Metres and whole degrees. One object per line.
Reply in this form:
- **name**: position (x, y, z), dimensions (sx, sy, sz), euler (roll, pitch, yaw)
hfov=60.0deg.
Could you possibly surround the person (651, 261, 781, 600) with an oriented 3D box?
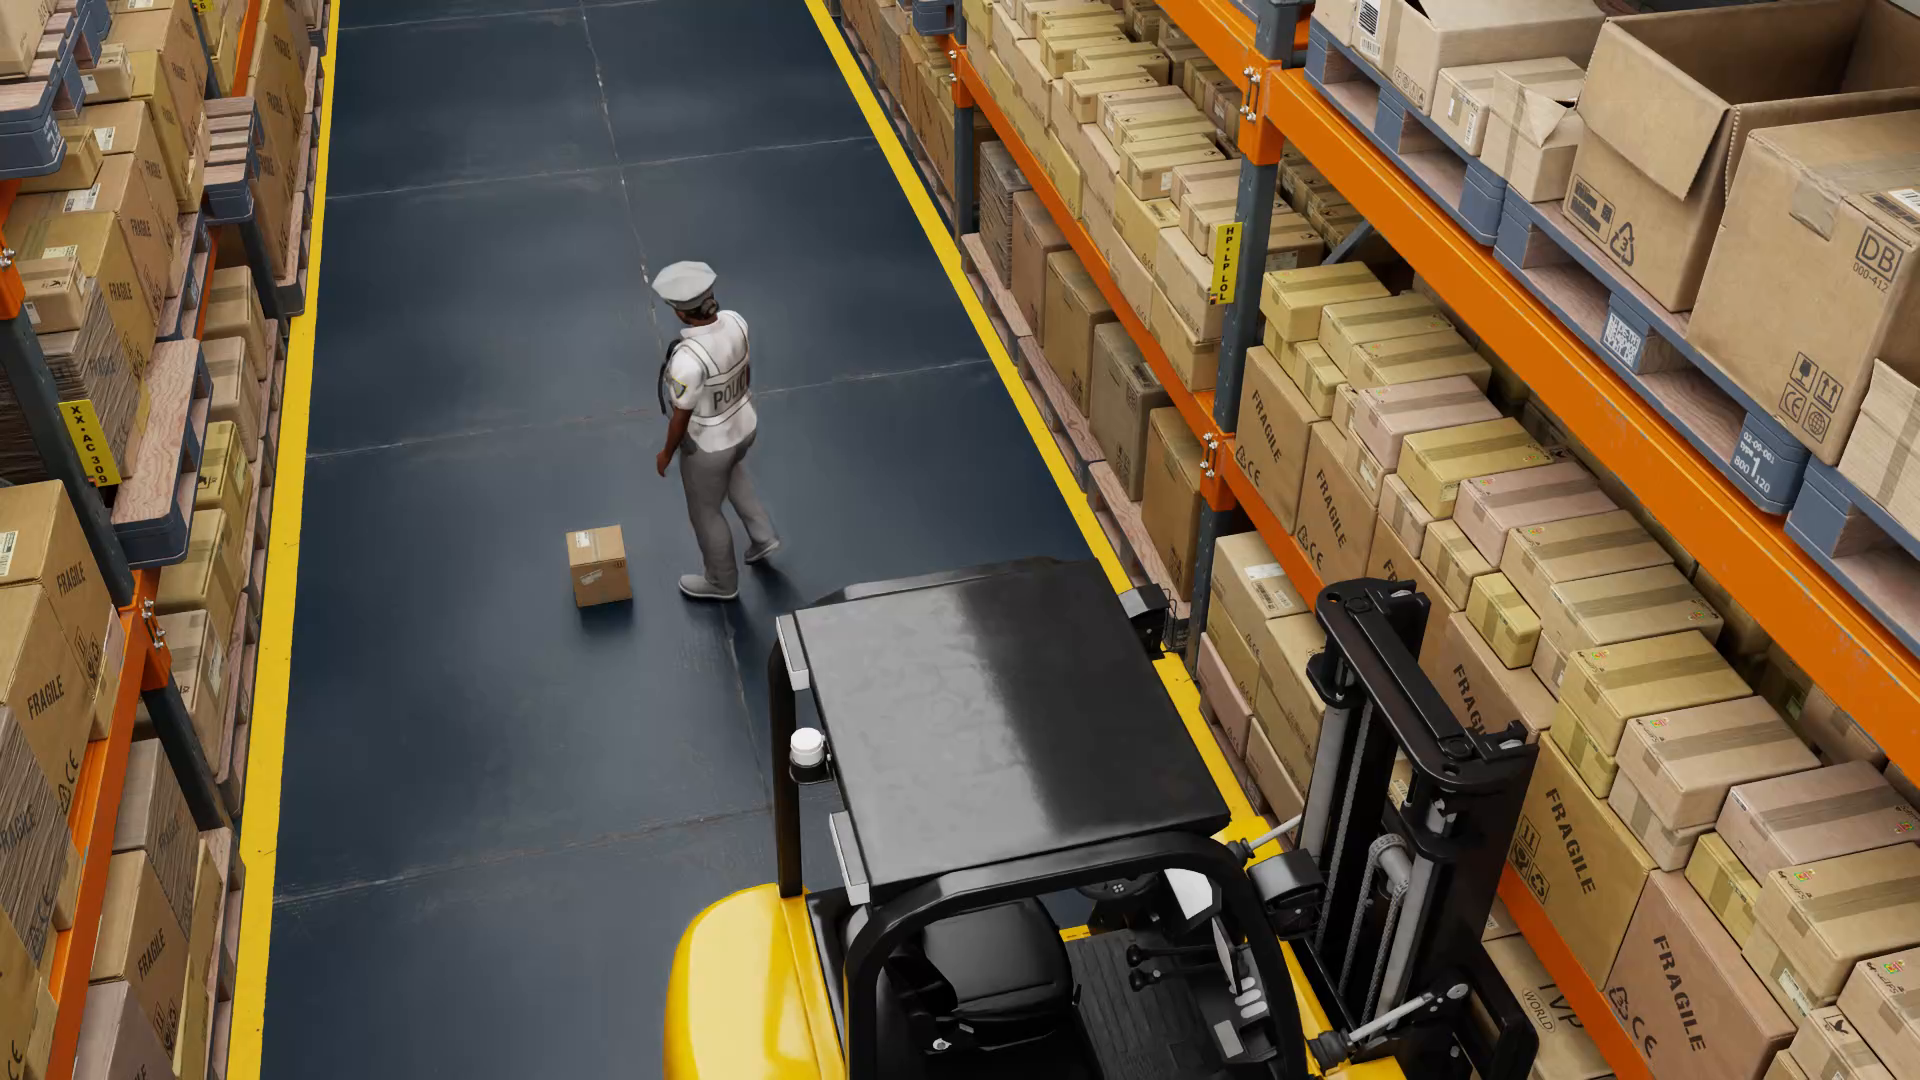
- **person**: position (-1.074, -0.450, 7.272), dimensions (0.384, 1.686, 0.520), euler (18, 42, 21)
